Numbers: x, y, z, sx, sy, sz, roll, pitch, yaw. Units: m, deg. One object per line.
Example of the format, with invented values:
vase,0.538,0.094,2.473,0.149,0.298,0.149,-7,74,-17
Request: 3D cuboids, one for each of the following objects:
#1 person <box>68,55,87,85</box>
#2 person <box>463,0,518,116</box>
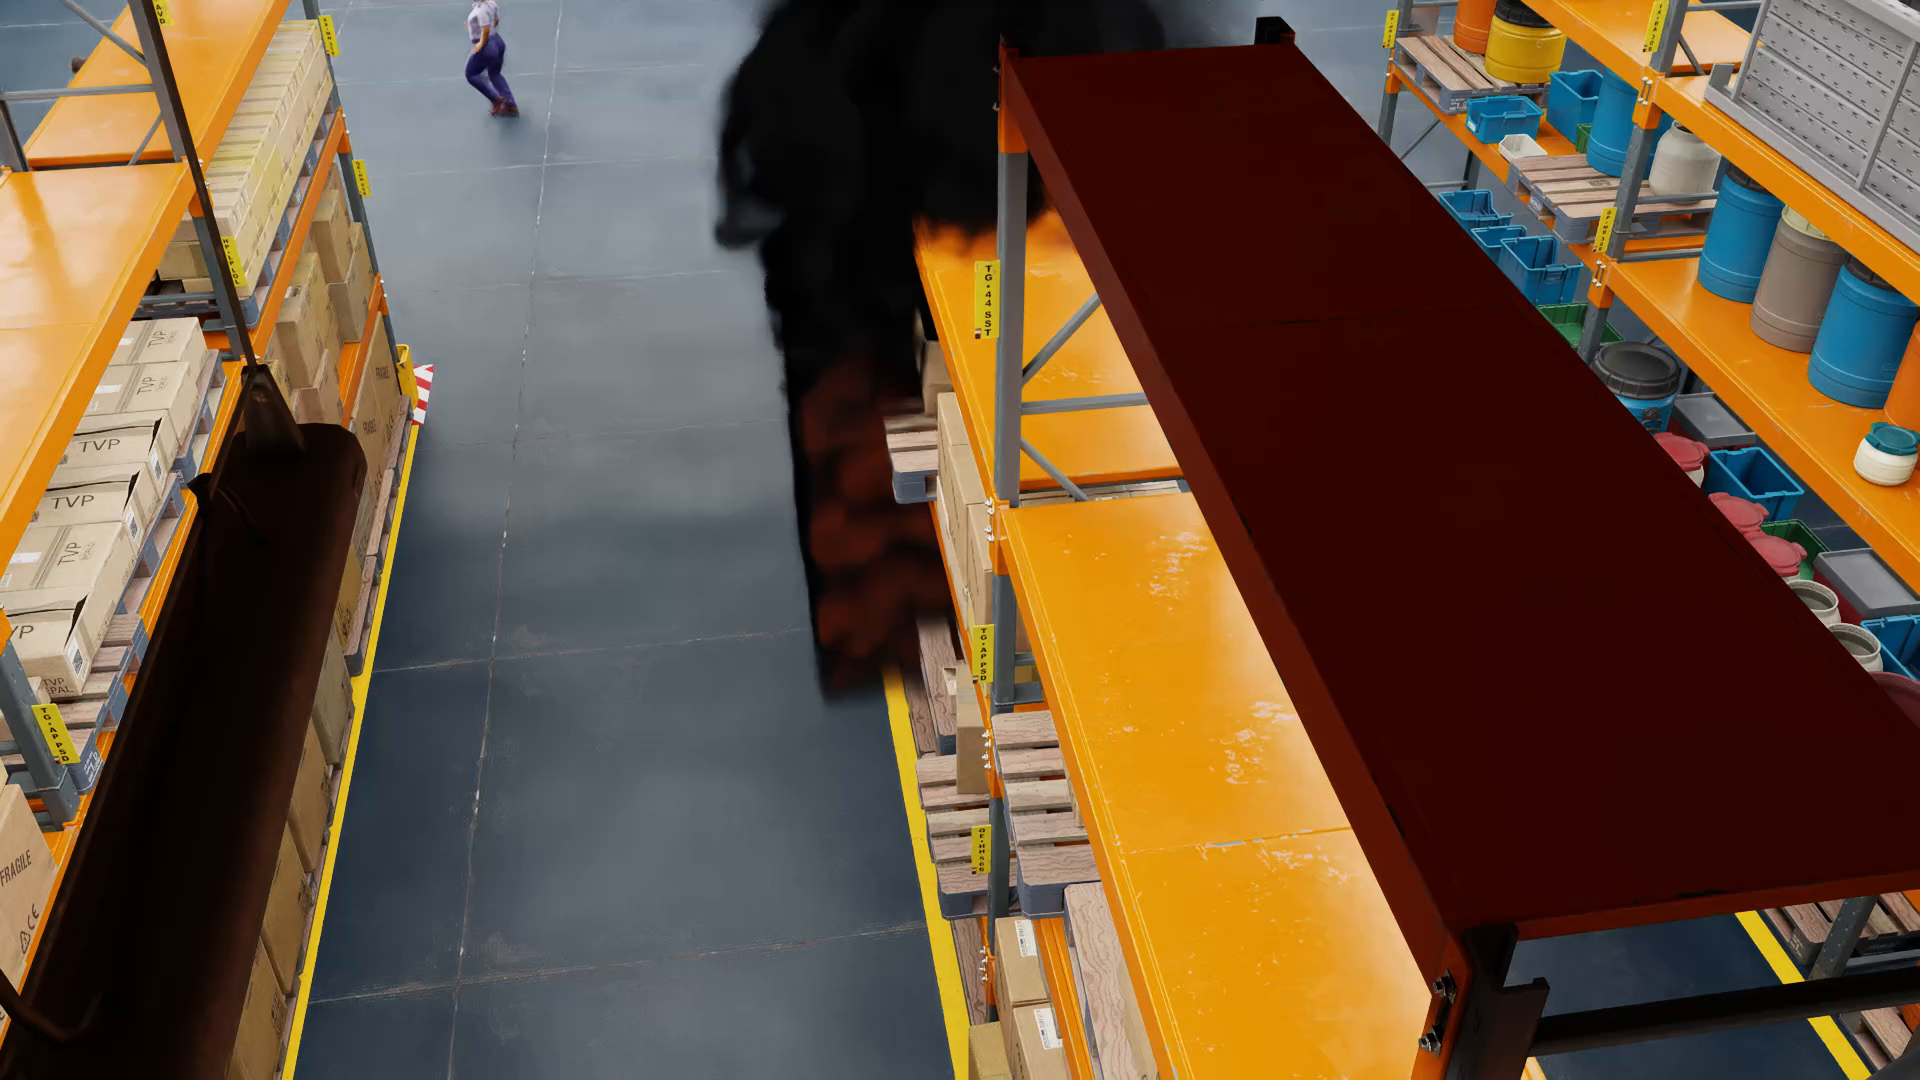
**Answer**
person,-9.493,-4.552,18.342,0.669,1.587,0.534,28,45,32
person,-5.794,-5.971,20.213,0.605,1.615,0.582,10,37,13
